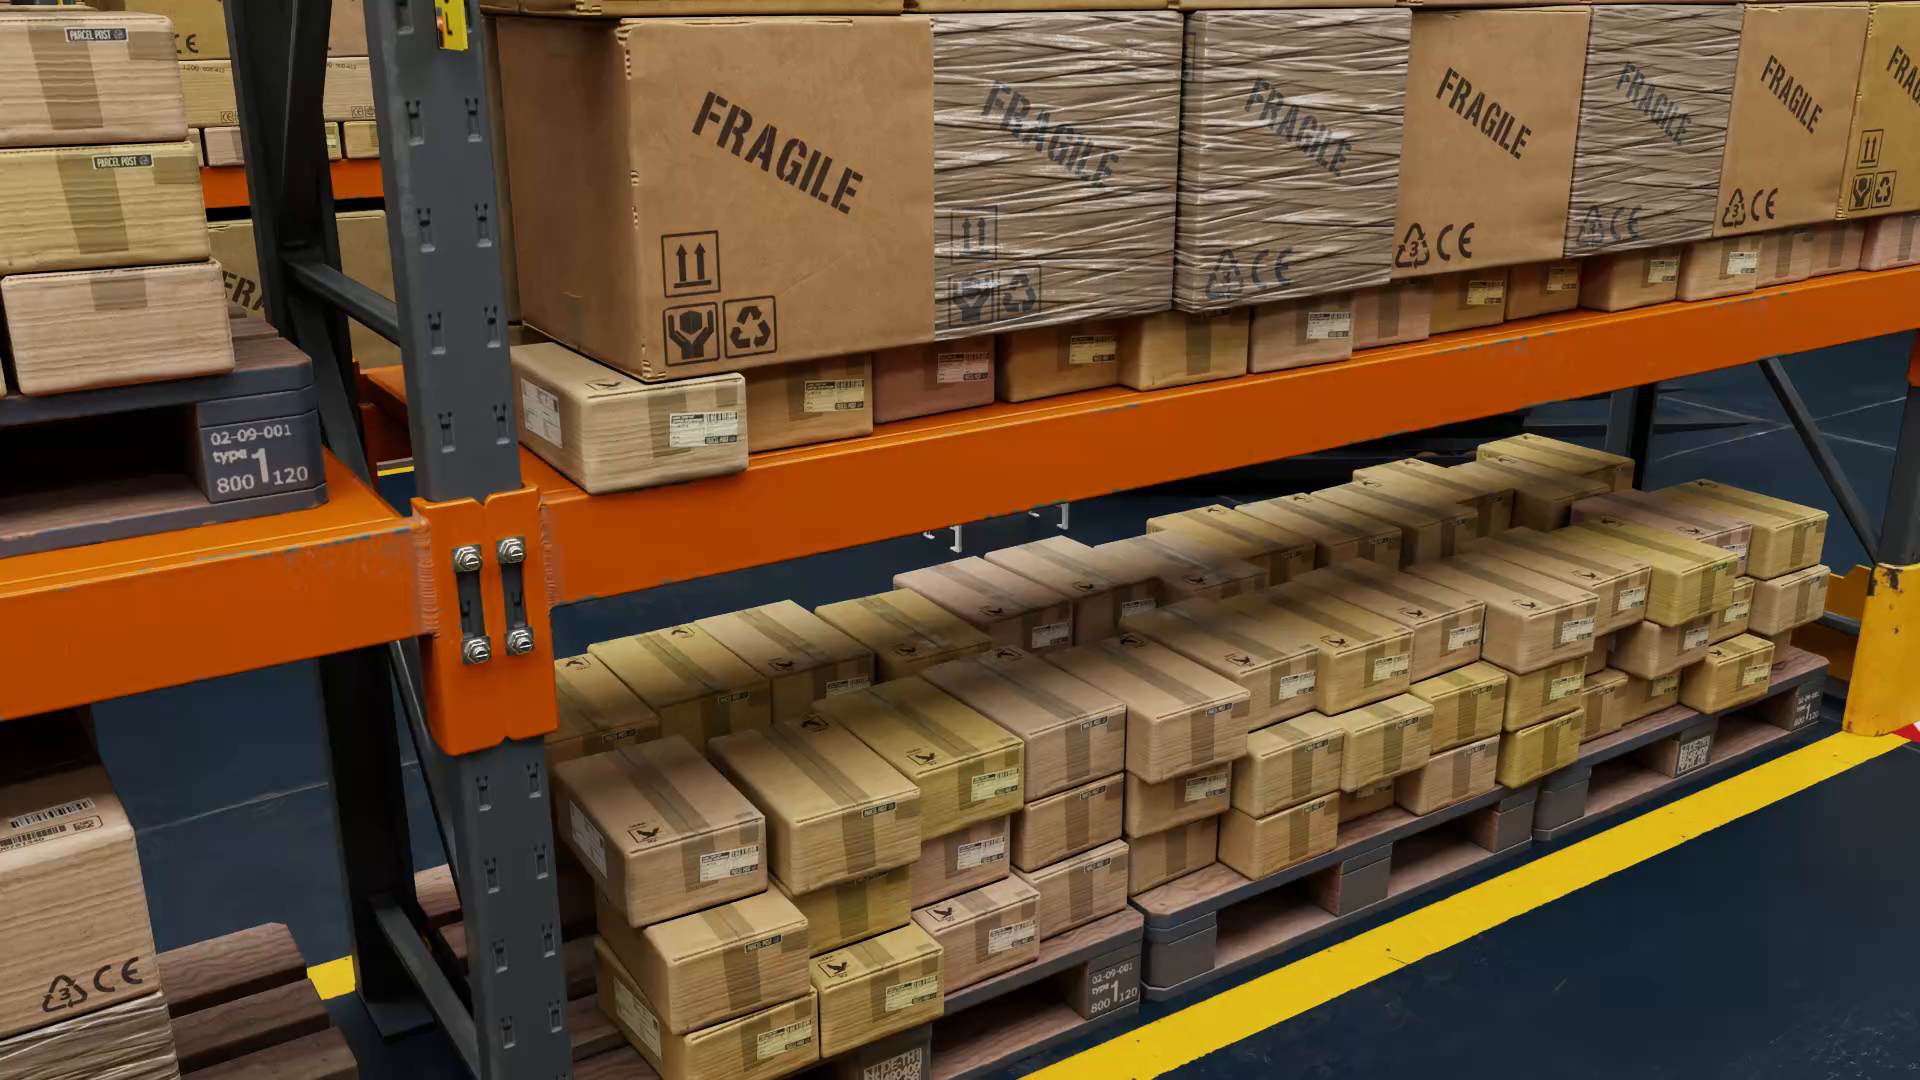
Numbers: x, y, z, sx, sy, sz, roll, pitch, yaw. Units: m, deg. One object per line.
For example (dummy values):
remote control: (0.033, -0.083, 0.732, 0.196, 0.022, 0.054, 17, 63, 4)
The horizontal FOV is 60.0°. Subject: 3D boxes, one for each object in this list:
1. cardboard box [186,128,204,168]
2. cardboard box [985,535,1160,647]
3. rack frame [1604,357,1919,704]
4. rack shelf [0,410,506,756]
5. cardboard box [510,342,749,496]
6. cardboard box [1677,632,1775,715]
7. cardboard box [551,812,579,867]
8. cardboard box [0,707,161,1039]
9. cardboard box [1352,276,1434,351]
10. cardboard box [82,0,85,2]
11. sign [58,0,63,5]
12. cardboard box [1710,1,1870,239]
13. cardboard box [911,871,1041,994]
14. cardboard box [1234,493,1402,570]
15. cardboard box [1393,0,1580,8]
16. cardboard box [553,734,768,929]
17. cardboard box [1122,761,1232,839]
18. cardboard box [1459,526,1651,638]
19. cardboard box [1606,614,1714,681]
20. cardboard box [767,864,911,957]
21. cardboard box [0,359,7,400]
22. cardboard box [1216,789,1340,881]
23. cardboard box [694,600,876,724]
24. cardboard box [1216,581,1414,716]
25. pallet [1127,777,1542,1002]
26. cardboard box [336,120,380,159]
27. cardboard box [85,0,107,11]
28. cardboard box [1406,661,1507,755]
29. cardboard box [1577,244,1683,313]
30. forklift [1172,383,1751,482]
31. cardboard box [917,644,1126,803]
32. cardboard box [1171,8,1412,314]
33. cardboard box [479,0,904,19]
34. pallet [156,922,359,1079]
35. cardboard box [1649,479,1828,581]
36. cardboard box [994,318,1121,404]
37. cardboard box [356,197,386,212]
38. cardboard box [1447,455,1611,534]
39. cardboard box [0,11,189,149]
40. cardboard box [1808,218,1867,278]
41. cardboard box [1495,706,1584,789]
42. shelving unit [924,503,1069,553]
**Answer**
cardboard box: (-3.148, -1.549, 6.534, 0.250, 0.149, 0.380, -12, 22, -31)
cardboard box: (0.268, 0.128, 4.049, 0.250, 0.149, 0.380, -13, 23, -33)
rack frame: (2.406, -1.065, 4.710, 0.127, 3.000, 1.000, -12, 22, -31)
rack shelf: (-2.605, 0.333, 1.699, 4.000, 0.370, 1.077, -12, 22, -31)
cardboard box: (-0.518, -0.203, 2.555, 0.250, 0.149, 0.380, -11, 22, -29)
cardboard box: (1.922, 0.308, 4.446, 0.250, 0.149, 0.380, -11, 22, -30)
cardboard box: (-0.846, 0.510, 3.383, 0.250, 0.149, 0.380, -11, 22, -30)
cardboard box: (-1.418, 0.469, 2.251, 0.500, 0.250, 0.500, -13, 22, -33)
cardboard box: (0.754, -0.508, 3.456, 0.250, 0.149, 0.380, -11, 22, -29)
cardboard box: (-7.615, -5.065, 14.826, 0.500, 0.500, 0.500, -13, 22, -33)
sign: (-3.271, -2.072, 6.006, 0.005, 0.325, 0.100, -12, 22, -31)
cardboard box: (1.739, -1.016, 3.945, 0.500, 0.500, 0.500, -12, 22, -32)
cardboard box: (-0.052, 0.709, 3.260, 0.250, 0.149, 0.380, -12, 22, -32)
cardboard box: (0.938, 0.010, 4.400, 0.250, 0.149, 0.380, -11, 22, -29)
cardboard box: (0.868, -1.302, 3.231, 0.500, 0.500, 0.500, -13, 23, -33)
cardboard box: (-0.533, 0.504, 2.936, 0.250, 0.149, 0.380, -11, 22, -29)
cardboard box: (0.360, 0.462, 3.525, 0.250, 0.149, 0.380, -11, 21, -29)
cardboard box: (1.464, 0.103, 4.122, 0.250, 0.149, 0.380, -13, 23, -34)
cardboard box: (1.689, 0.207, 4.279, 0.250, 0.149, 0.380, -13, 23, -34)
cardboard box: (-0.294, 0.604, 3.106, 0.250, 0.149, 0.380, -12, 22, -31)
cardboard box: (-1.374, -0.271, 2.100, 0.250, 0.149, 0.380, -12, 22, -31)
cardboard box: (0.608, 0.574, 3.659, 0.250, 0.149, 0.380, -13, 22, -33)
cardboard box: (-0.385, 0.276, 3.611, 0.250, 0.149, 0.380, -12, 22, -32)
cardboard box: (0.786, 0.236, 3.730, 0.250, 0.149, 0.380, -12, 22, -31)
pallet: (0.627, 0.617, 4.090, 1.213, 0.211, 1.003, -12, 22, -31)
cardboard box: (-2.490, -1.688, 6.947, 0.250, 0.149, 0.380, -13, 22, -33)
cardboard box: (-3.341, -2.282, 6.910, 0.500, 0.500, 0.500, -11, 22, -30)
cardboard box: (1.040, 0.342, 3.880, 0.250, 0.149, 0.380, -11, 21, -29)
cardboard box: (1.423, -0.641, 3.849, 0.250, 0.149, 0.380, -13, 23, -34)
forklift: (1.808, -1.752, 6.849, 3.031, 2.935, 1.130, -1, 19, -3)
cardboard box: (0.119, 0.362, 3.357, 0.250, 0.149, 0.380, -13, 22, -33)
cardboard box: (0.468, -0.736, 3.119, 0.500, 0.500, 0.500, -12, 22, -33)
cardboard box: (-0.424, -1.036, 2.445, 0.500, 0.500, 0.500, -11, 22, -30)
pallet: (-1.584, 1.098, 2.666, 1.213, 0.211, 1.003, -12, 22, -31)
cardboard box: (2.103, -0.034, 4.528, 0.250, 0.149, 0.380, -12, 22, -31)
cardboard box: (0.081, -0.376, 3.066, 0.250, 0.149, 0.380, -13, 23, -34)
cardboard box: (-2.231, -1.150, 7.626, 0.875, 0.875, 0.875, -12, 22, -31)
cardboard box: (1.618, -0.113, 4.761, 0.250, 0.149, 0.380, -11, 22, -30)
cardboard box: (-1.162, -0.599, 2.140, 0.250, 0.149, 0.380, -11, 21, -29)
cardboard box: (2.061, -0.779, 4.257, 0.250, 0.149, 0.380, -12, 22, -31)
cardboard box: (1.277, 0.440, 4.055, 0.250, 0.149, 0.380, -13, 23, -34)
shelving unit: (0.138, -0.598, 6.139, 0.503, 1.200, 0.258, -12, 22, -31)
